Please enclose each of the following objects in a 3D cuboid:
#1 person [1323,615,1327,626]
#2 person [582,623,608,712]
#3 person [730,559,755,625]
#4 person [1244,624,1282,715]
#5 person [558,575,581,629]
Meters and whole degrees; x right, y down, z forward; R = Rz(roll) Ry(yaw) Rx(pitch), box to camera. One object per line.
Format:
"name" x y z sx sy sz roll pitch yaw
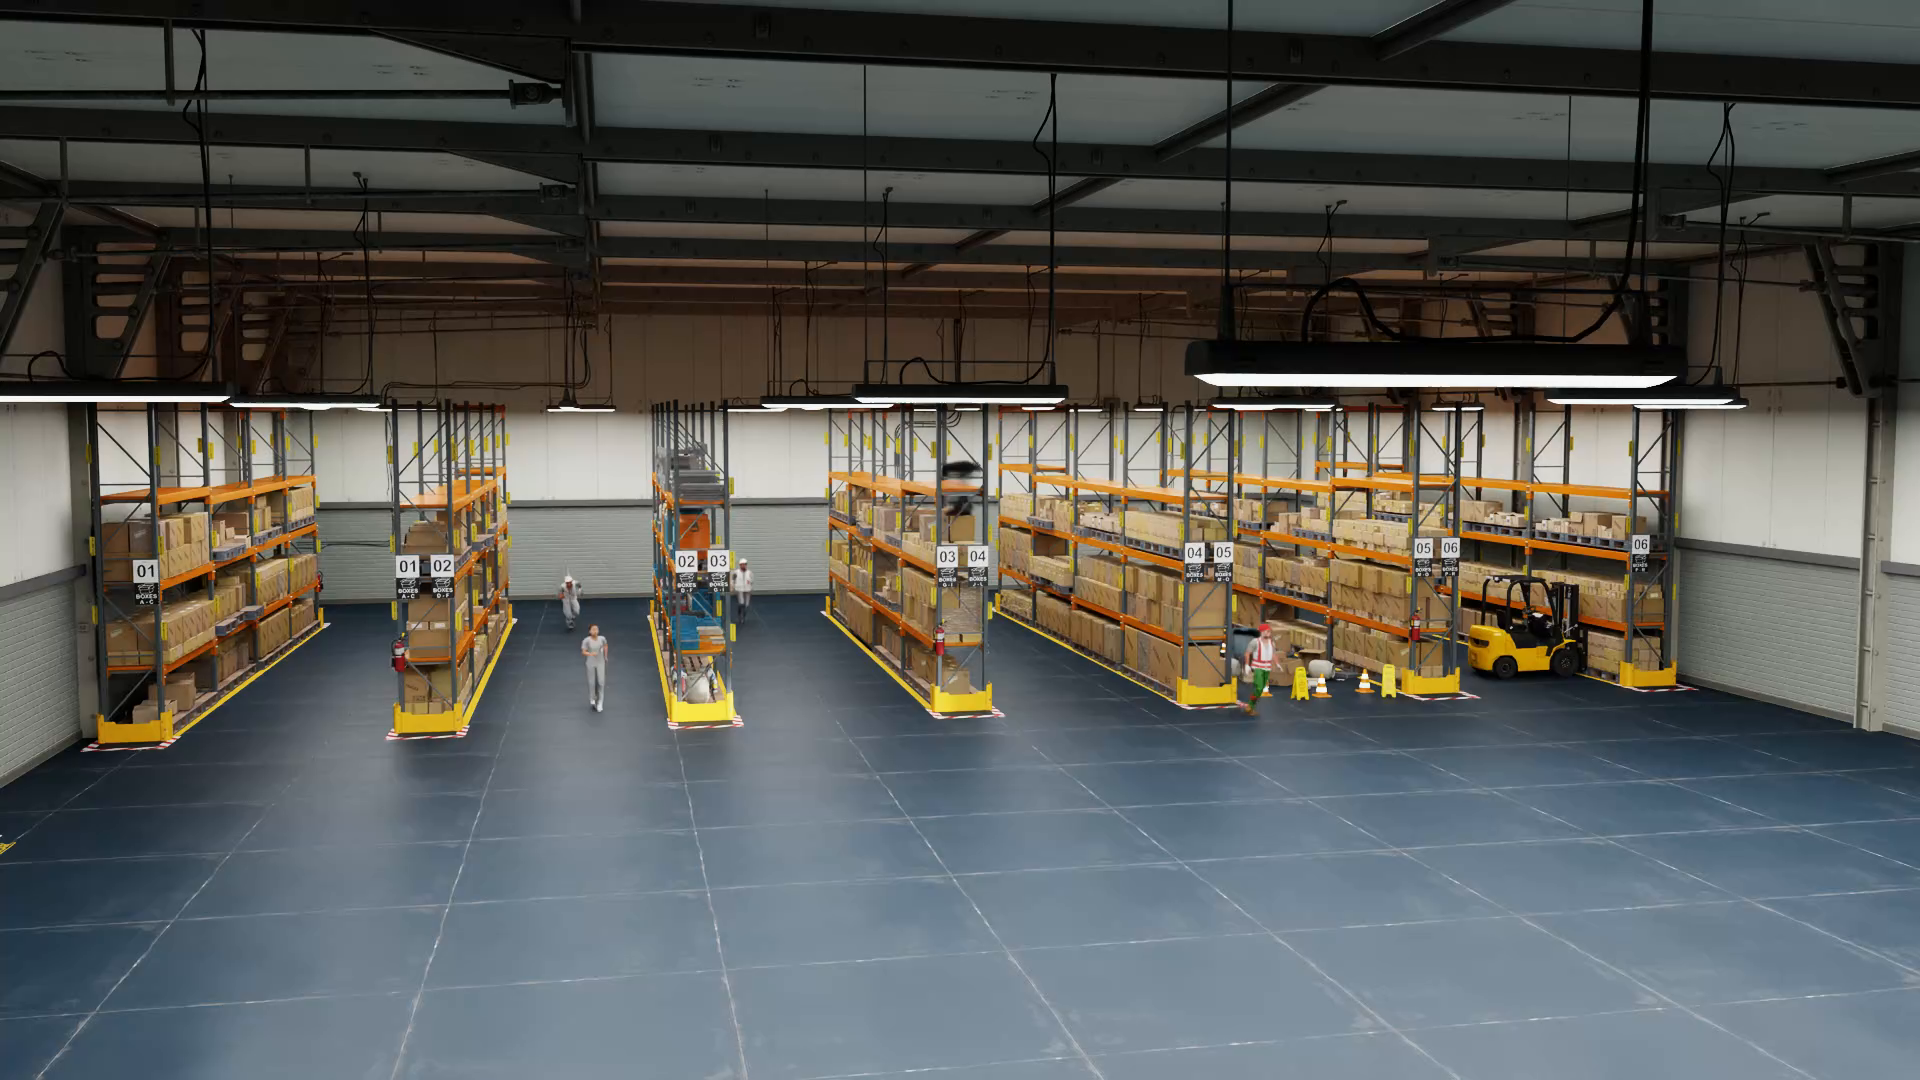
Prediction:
"person" 10.116 1.517 44.918 0.665 1.696 0.988 -2 5 -30
"person" -7.073 2.461 32.236 0.506 1.713 0.817 -1 4 -16
"person" -5.934 1.415 45.517 0.635 1.799 0.726 -2 5 -22
"person" 5.727 2.462 31.501 0.654 1.755 0.690 -3 5 -31
"person" -10.313 1.648 44.045 0.698 1.479 0.989 -2 5 -24
